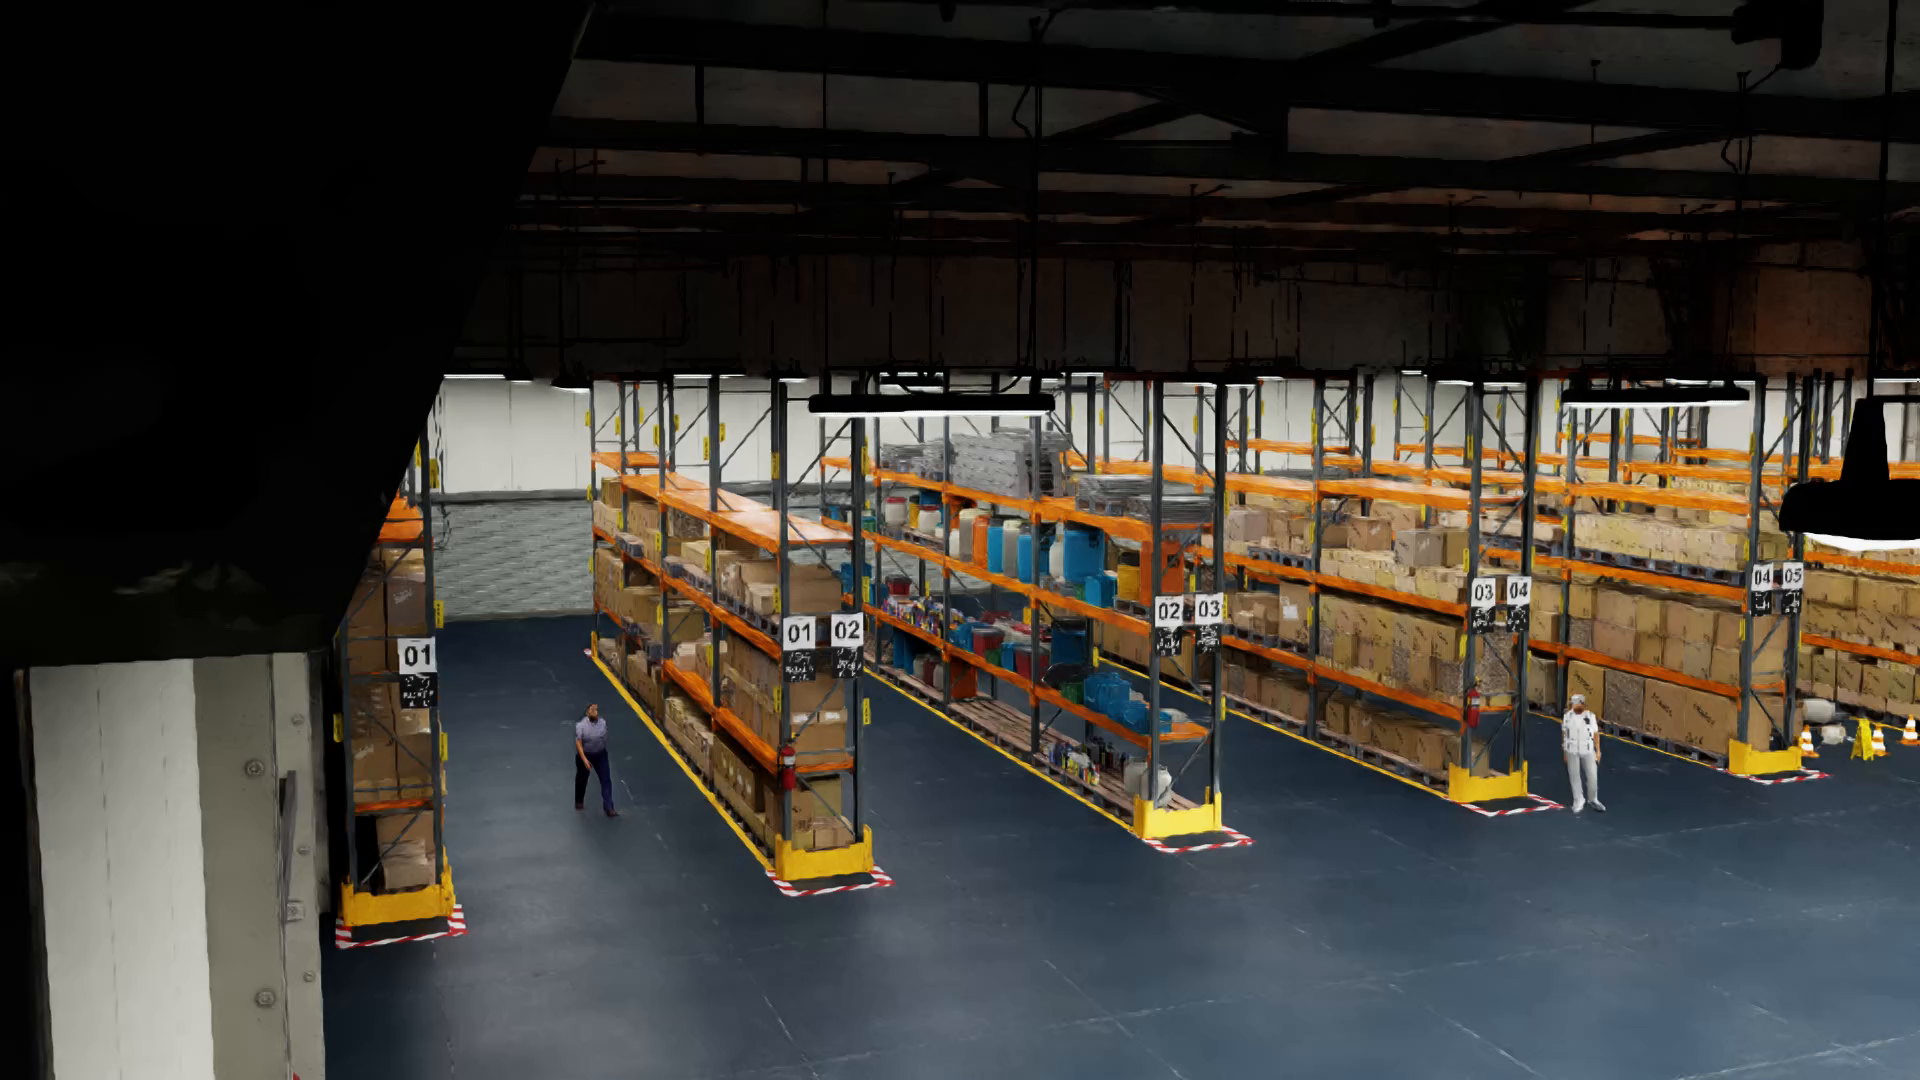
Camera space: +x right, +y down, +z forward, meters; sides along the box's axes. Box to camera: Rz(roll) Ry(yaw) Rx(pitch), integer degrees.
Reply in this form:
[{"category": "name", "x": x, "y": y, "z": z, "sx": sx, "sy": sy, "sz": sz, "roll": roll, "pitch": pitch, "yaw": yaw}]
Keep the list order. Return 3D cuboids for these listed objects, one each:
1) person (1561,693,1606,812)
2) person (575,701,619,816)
[{"category": "person", "x": 8.661, "y": 2.947, "z": 23.070, "sx": 0.619, "sy": 1.647, "sz": 0.481, "roll": 3, "pitch": 7, "yaw": 25}, {"category": "person", "x": -5.062, "y": 2.994, "z": 22.865, "sx": 0.478, "sy": 1.562, "sz": 0.999, "roll": -3, "pitch": 7, "yaw": -28}]
